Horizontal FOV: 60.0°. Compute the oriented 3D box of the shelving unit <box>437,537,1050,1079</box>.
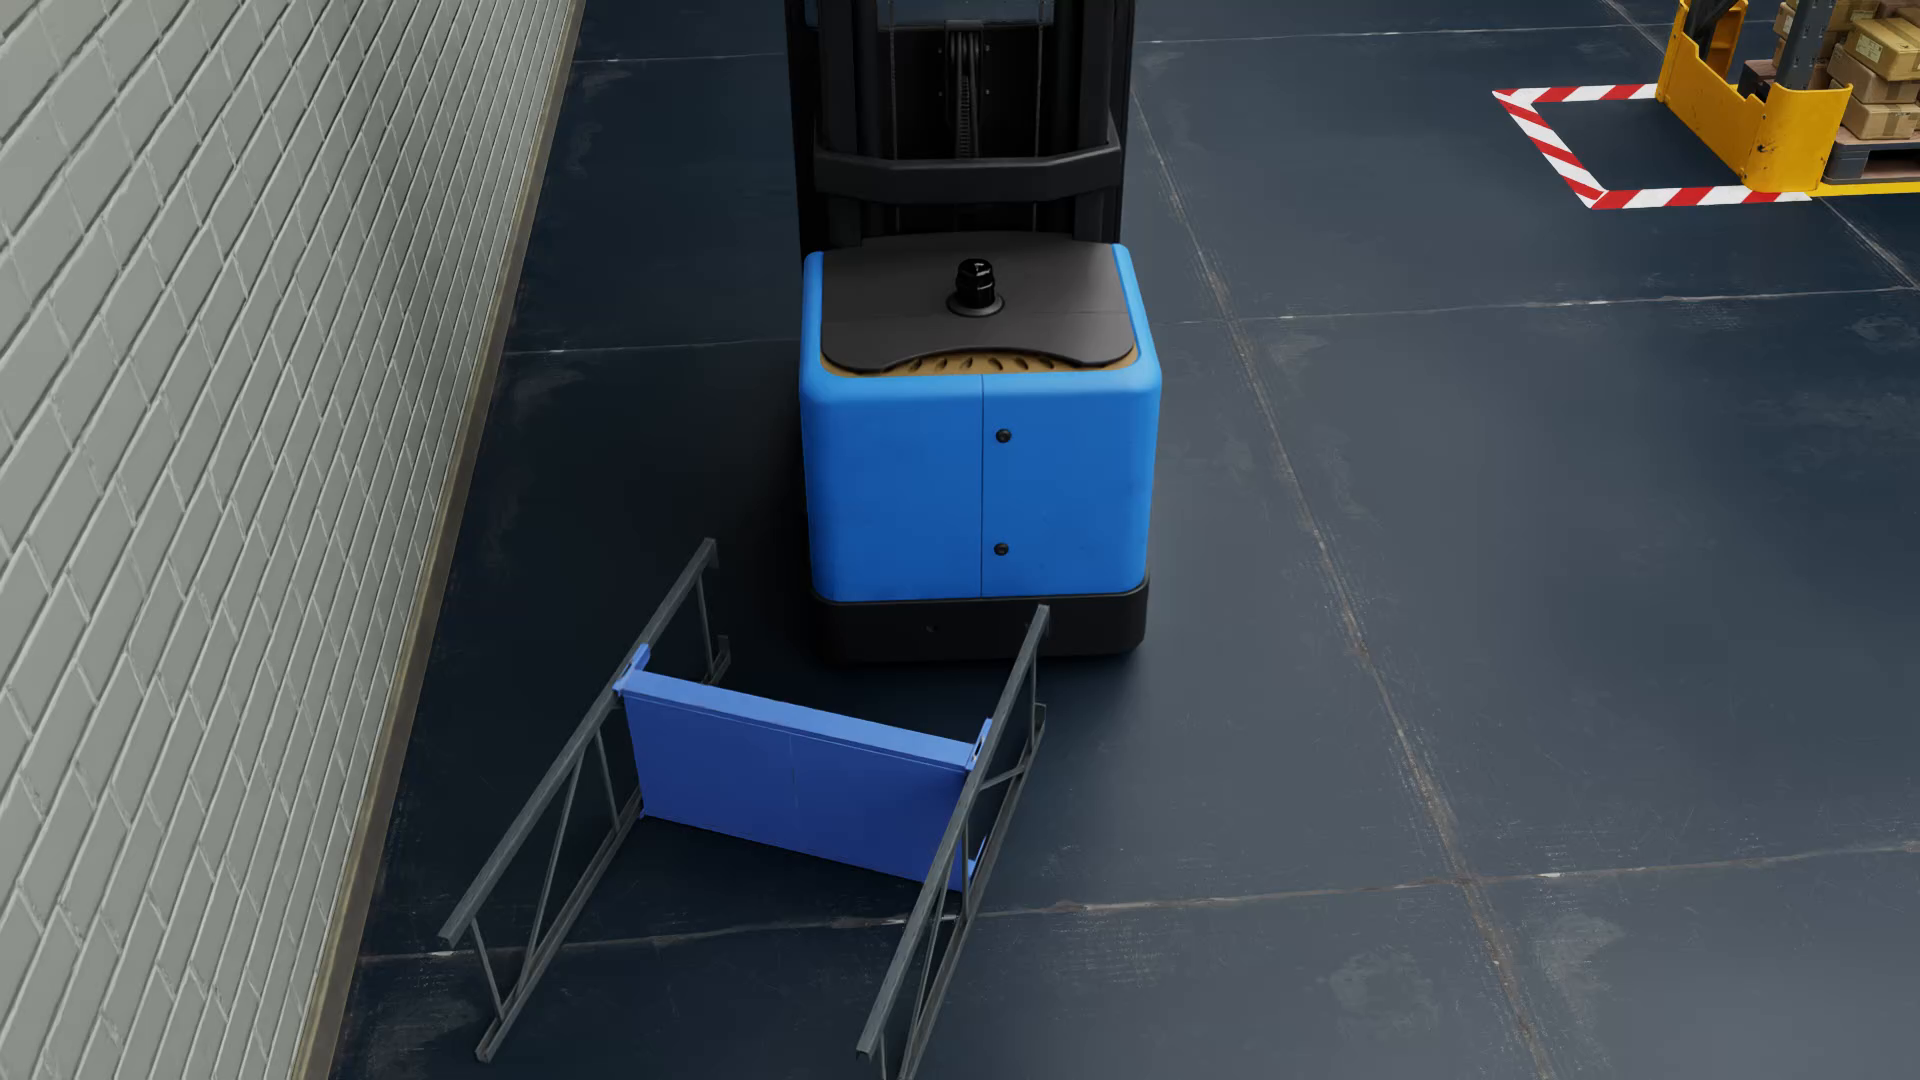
[{"bbox_3d":[-0.471,0.736,4.384,1.048,0.538,1.500,11,41,13],"label":"shelving unit"}]

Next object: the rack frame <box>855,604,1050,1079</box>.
[{"bbox_3d":[0.015,0.830,4.265,0.032,0.500,1.500,11,41,13],"label":"rack frame"}]

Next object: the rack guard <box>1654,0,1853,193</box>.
[{"bbox_3d":[3.845,-2.194,8.127,0.348,0.500,1.175,-3,38,-4],"label":"rack guard"}]

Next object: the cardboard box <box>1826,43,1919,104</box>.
[{"bbox_3d":[4.314,-2.204,7.844,0.250,0.149,0.380,-2,38,-2],"label":"cardboard box"}]

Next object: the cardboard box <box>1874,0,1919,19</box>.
[{"bbox_3d":[4.530,-2.614,8.123,0.250,0.149,0.380,-2,38,-3],"label":"cardboard box"}]

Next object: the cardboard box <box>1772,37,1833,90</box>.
[{"bbox_3d":[4.276,-2.374,8.300,0.250,0.149,0.380,-3,38,-3],"label":"cardboard box"}]

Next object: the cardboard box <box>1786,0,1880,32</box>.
[{"bbox_3d":[4.275,-2.635,8.151,0.250,0.149,0.380,-3,38,-3],"label":"cardboard box"}]

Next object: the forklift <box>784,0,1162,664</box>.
[{"bbox_3d":[-0.014,-1.661,5.489,1.130,2.935,3.031,-2,38,-2],"label":"forklift"}]

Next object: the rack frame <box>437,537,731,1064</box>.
[{"bbox_3d":[-0.956,0.643,4.503,0.032,0.500,1.500,11,41,13],"label":"rack frame"}]

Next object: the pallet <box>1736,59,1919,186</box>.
[{"bbox_3d":[4.658,-2.103,8.245,1.213,0.211,1.003,-3,38,-4],"label":"pallet"}]

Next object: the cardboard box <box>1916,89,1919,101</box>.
[{"bbox_3d":[4.592,-2.184,7.819,0.250,0.149,0.380,-3,38,-4],"label":"cardboard box"}]

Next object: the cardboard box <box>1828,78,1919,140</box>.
[{"bbox_3d":[4.320,-2.048,7.886,0.250,0.149,0.380,-2,38,-3],"label":"cardboard box"}]

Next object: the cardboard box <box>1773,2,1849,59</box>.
[{"bbox_3d":[4.270,-2.538,8.268,0.250,0.149,0.380,-4,38,-5],"label":"cardboard box"}]

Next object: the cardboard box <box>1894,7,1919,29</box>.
[{"bbox_3d":[4.586,-2.359,7.800,0.250,0.149,0.380,-2,38,-3],"label":"cardboard box"}]

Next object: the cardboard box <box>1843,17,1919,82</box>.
[{"bbox_3d":[4.322,-2.269,7.687,0.250,0.149,0.380,-5,39,-6],"label":"cardboard box"}]

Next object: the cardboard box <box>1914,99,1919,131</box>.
[{"bbox_3d":[4.573,-2.113,7.968,0.250,0.149,0.380,-3,38,-4],"label":"cardboard box"}]

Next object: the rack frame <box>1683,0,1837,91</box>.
[{"bbox_3d":[3.770,-3.171,7.347,0.127,3.000,1.000,-3,38,-4],"label":"rack frame"}]

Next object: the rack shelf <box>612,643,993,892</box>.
[{"bbox_3d":[-0.417,0.627,4.517,1.000,0.538,0.185,11,41,13],"label":"rack shelf"}]
